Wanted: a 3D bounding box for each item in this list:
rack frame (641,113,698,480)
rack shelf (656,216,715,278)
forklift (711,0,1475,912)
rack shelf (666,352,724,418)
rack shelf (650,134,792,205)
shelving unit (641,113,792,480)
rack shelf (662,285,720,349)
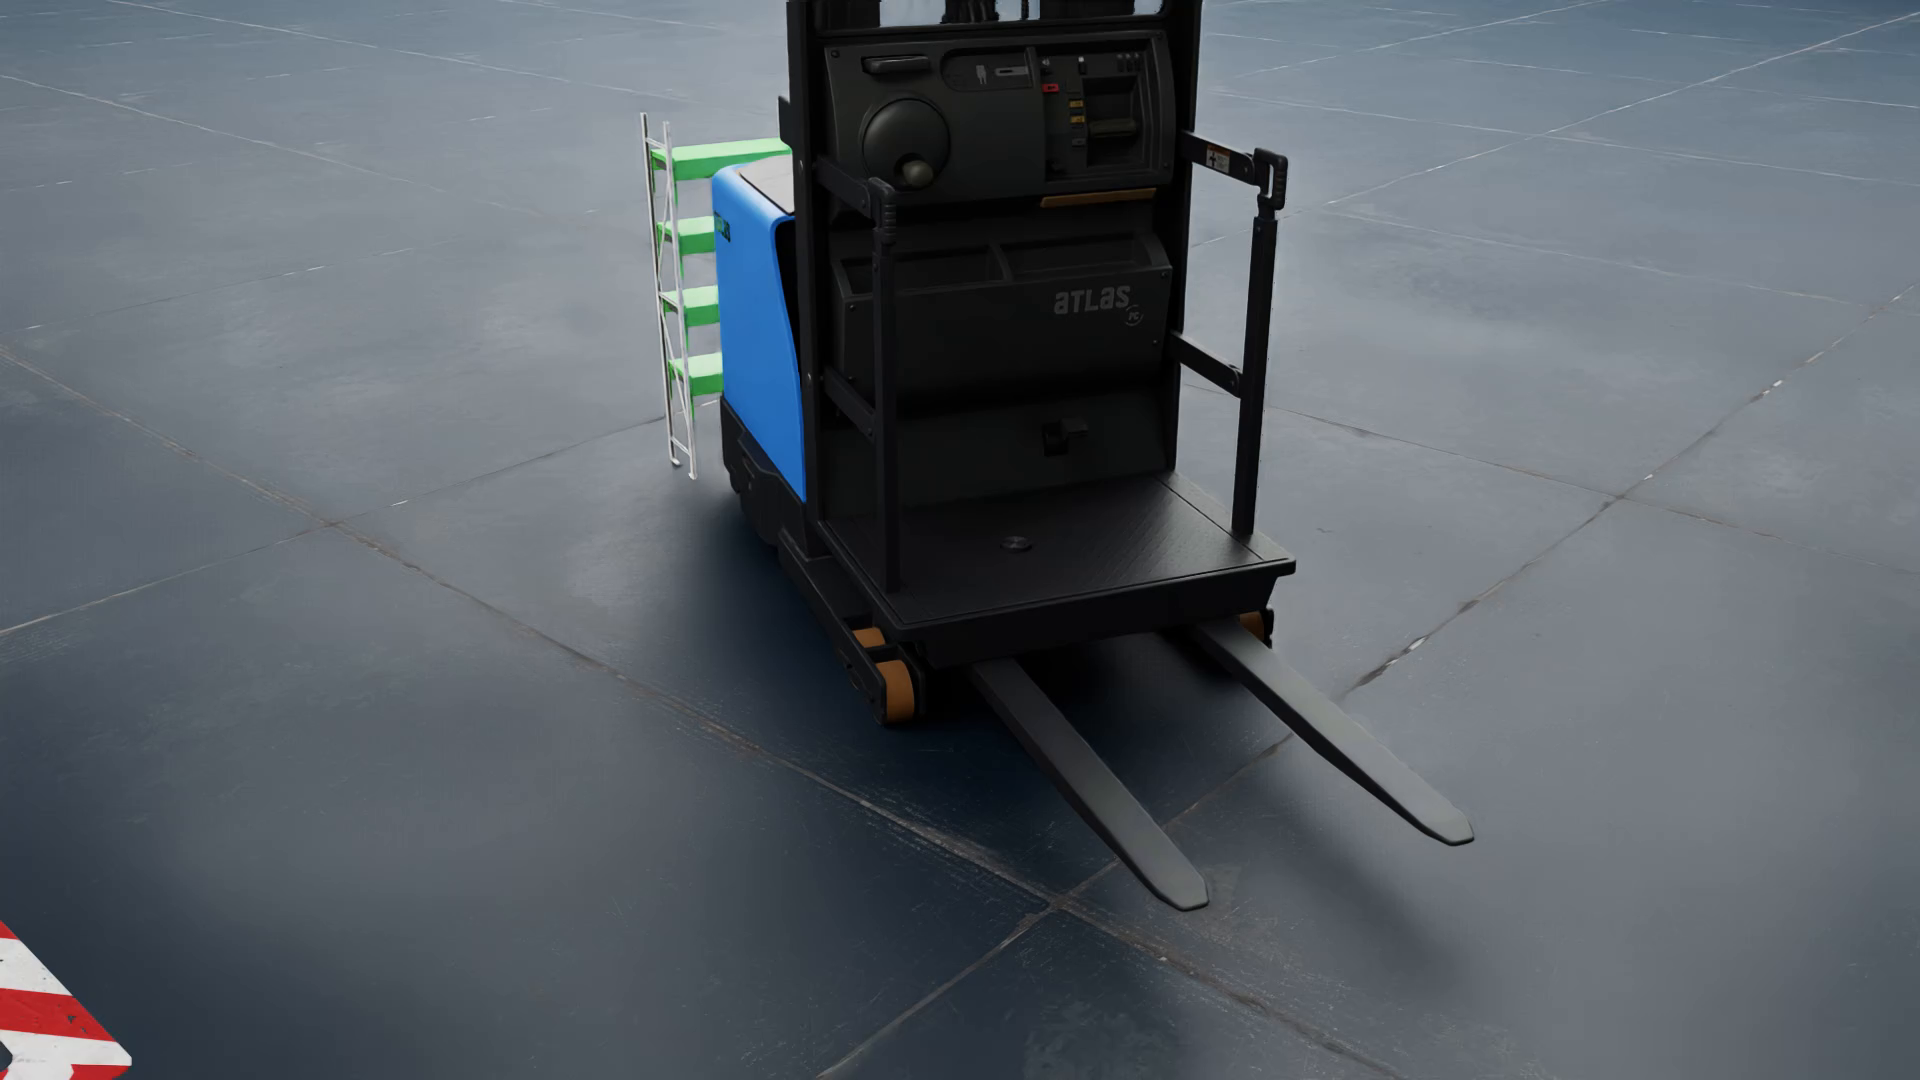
[{"bbox_3d":[-0.970,-0.800,5.558,0.015,1.200,0.240,-13,26,-26],"label":"rack frame"},{"bbox_3d":[-0.758,-1.010,5.597,0.480,0.148,0.258,-13,26,-26],"label":"rack shelf"},{"bbox_3d":[0.193,-1.061,4.034,1.130,2.935,3.031,-9,26,-19],"label":"forklift"},{"bbox_3d":[-0.752,-0.567,5.783,0.480,0.148,0.258,-13,26,-26],"label":"rack shelf"},{"bbox_3d":[-0.760,-1.231,5.503,0.480,0.148,0.258,-13,26,-26],"label":"rack shelf"},{"bbox_3d":[-0.756,-0.847,5.665,0.503,1.200,0.258,-13,26,-26],"label":"shelving unit"},{"bbox_3d":[-0.755,-0.788,5.690,0.480,0.148,0.258,-13,26,-26],"label":"rack shelf"}]
